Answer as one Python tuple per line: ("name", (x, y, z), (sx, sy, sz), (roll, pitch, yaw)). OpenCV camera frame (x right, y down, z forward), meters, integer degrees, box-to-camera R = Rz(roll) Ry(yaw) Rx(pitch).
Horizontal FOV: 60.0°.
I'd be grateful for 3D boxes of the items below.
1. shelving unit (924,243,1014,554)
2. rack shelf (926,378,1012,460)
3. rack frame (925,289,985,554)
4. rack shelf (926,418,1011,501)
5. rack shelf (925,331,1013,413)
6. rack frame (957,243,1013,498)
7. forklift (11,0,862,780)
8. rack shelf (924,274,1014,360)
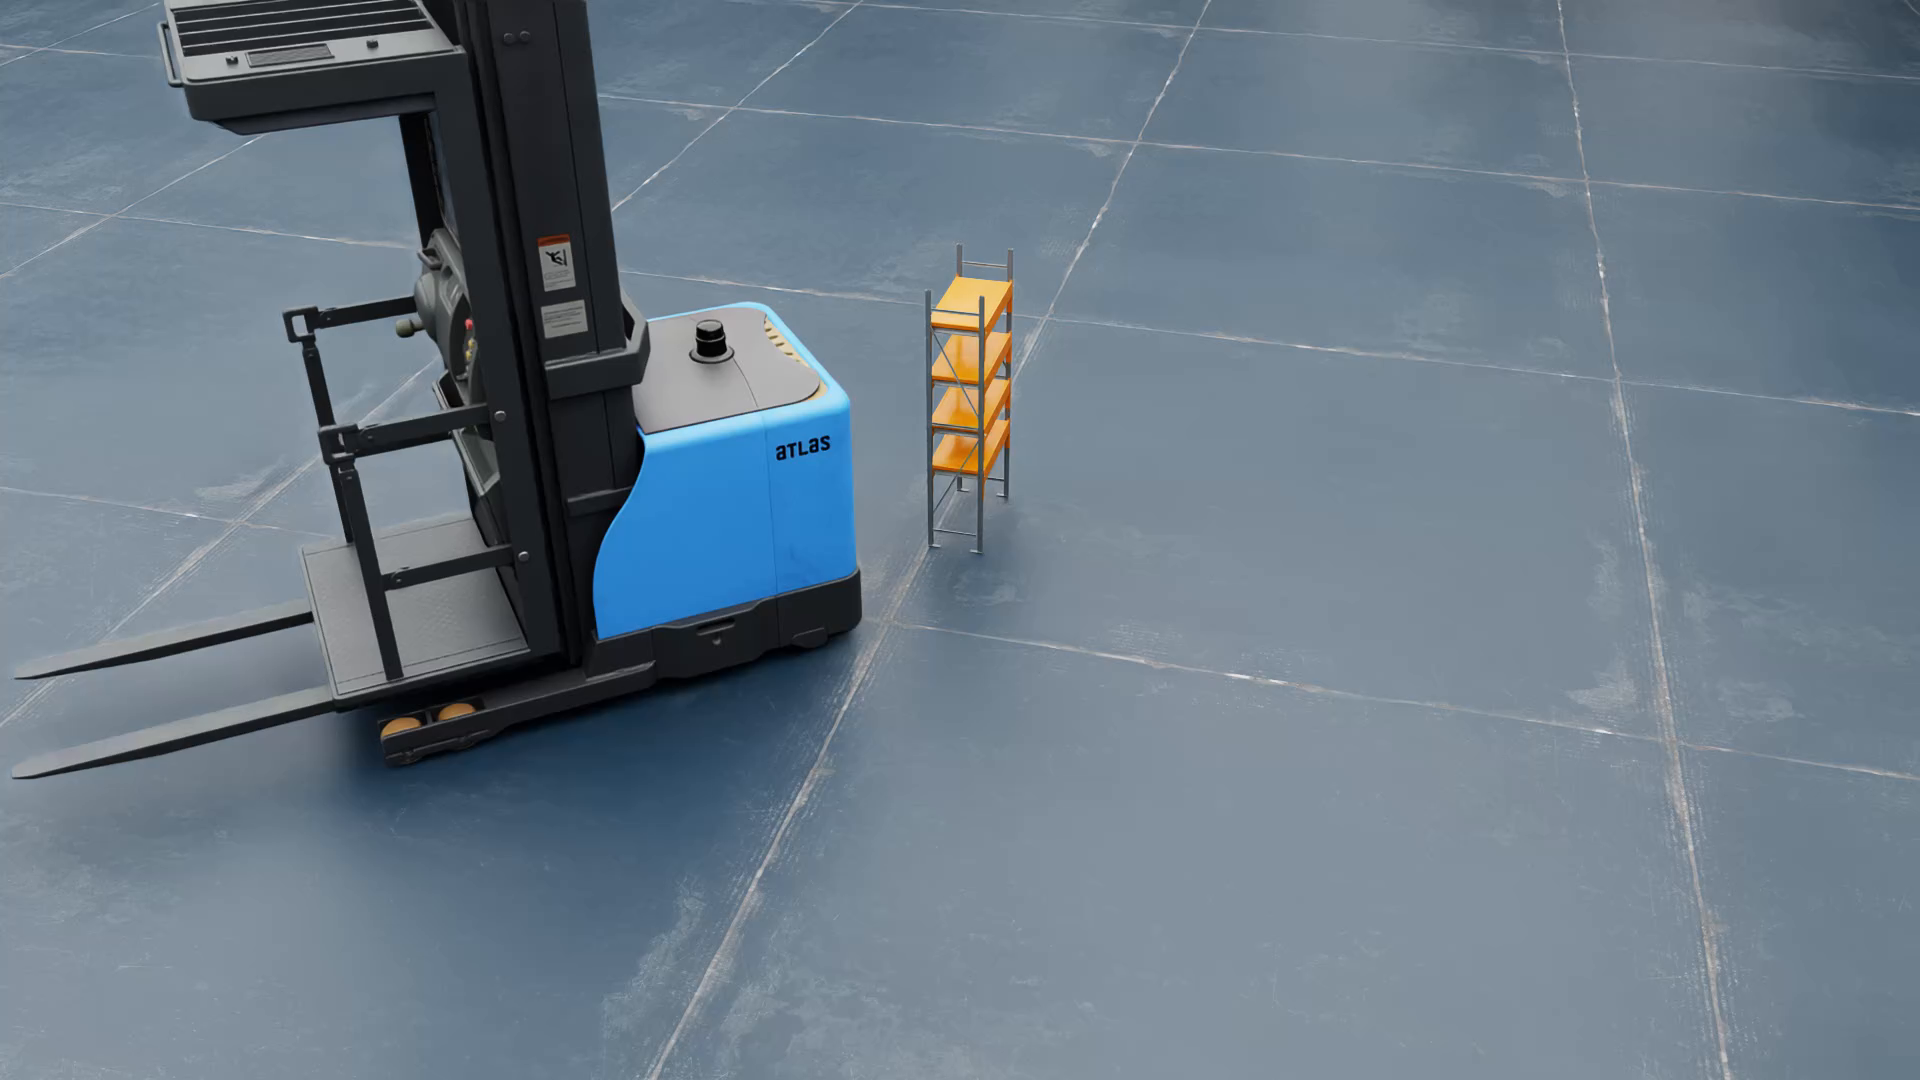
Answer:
("shelving unit", (0.042, -0.592, 7.063), (0.258, 1.200, 0.503), (8, 33, 12))
("rack shelf", (0.042, -0.535, 7.099), (0.258, 0.148, 0.480), (8, 33, 12))
("rack frame", (-0.020, -0.466, 6.864), (0.240, 1.200, 0.015), (8, 33, 12))
("rack shelf", (0.042, -0.368, 7.206), (0.258, 0.148, 0.480), (8, 33, 12))
("rack shelf", (0.042, -0.724, 6.979), (0.258, 0.148, 0.480), (8, 33, 12))
("rack frame", (0.104, -0.719, 7.262), (0.240, 1.200, 0.015), (8, 33, 12))
("forklift", (-1.950, -0.755, 5.705), (3.031, 2.935, 1.130), (-14, 35, -21))
("rack shelf", (0.042, -0.924, 6.852), (0.258, 0.148, 0.480), (8, 33, 12))
